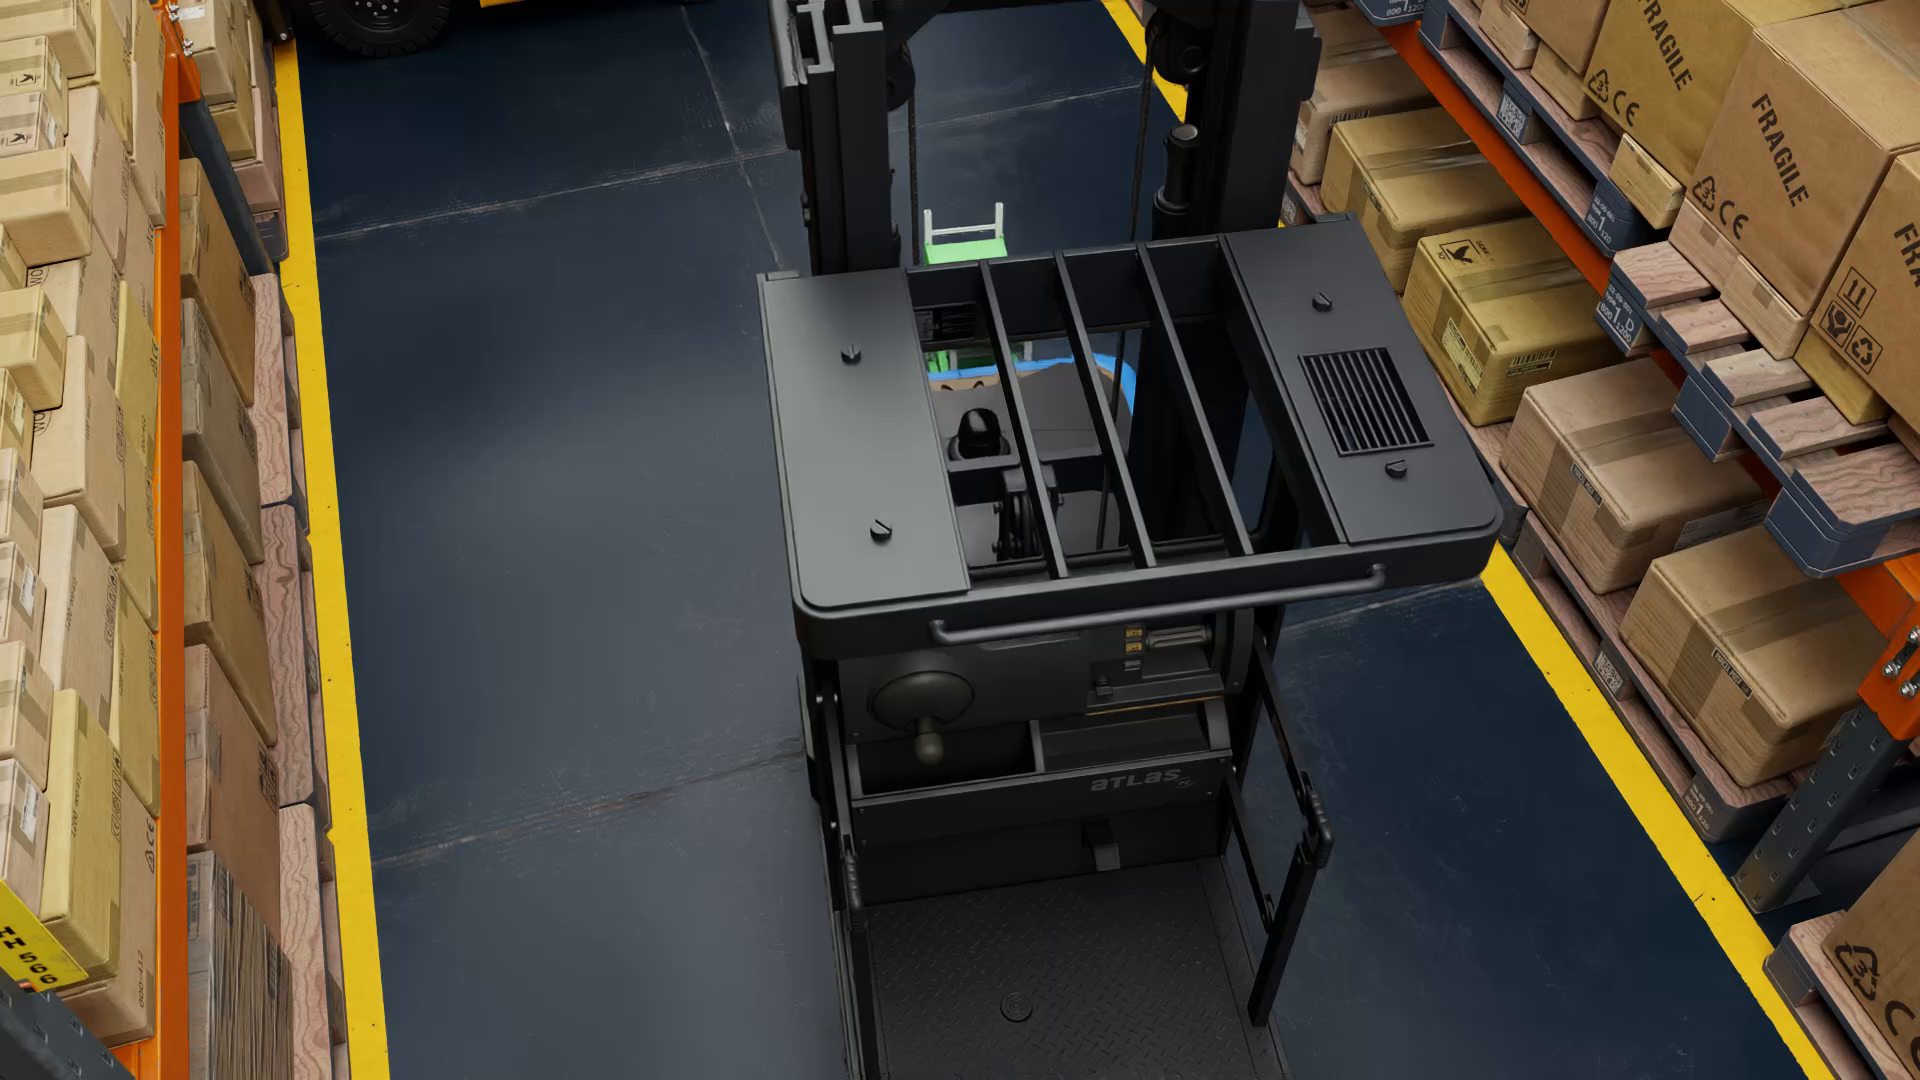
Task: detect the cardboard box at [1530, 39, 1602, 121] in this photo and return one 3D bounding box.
[{"bbox_3d":[1.909,-1.386,4.846,0.380,0.149,0.250,-15,51,-12],"label":"cardboard box"}]

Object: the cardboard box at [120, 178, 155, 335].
[{"bbox_3d":[-2.488,-0.736,4.506,0.500,0.250,0.500,-13,51,-11],"label":"cardboard box"}]

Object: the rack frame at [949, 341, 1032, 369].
[{"bbox_3d":[0.088,-0.249,5.175,0.240,1.200,0.015,-7,50,-6],"label":"rack frame"}]

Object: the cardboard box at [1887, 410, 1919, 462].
[{"bbox_3d":[2.443,-0.272,3.907,0.380,0.149,0.250,-12,51,-10],"label":"cardboard box"}]

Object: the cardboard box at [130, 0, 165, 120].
[{"bbox_3d":[-2.760,-1.471,5.126,0.500,0.250,0.500,-12,51,-10],"label":"cardboard box"}]

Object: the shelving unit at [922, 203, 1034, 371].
[{"bbox_3d":[0.050,-0.433,5.330,0.258,1.200,0.503,-7,50,-6],"label":"shelving unit"}]

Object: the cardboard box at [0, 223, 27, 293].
[{"bbox_3d":[-2.350,-0.556,3.767,0.380,0.149,0.250,-13,51,-11],"label":"cardboard box"}]

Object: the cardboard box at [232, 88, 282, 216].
[{"bbox_3d":[-2.986,-1.506,6.581,0.500,0.250,0.500,-13,51,-11],"label":"cardboard box"}]

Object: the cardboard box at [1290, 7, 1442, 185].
[{"bbox_3d":[1.739,-1.859,6.800,0.950,0.372,0.625,-13,51,-11],"label":"cardboard box"}]

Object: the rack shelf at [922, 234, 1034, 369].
[{"bbox_3d":[0.050,-0.701,5.012,0.258,0.148,0.480,-7,50,-6],"label":"rack shelf"}]

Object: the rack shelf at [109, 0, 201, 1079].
[{"bbox_3d":[-2.567,-0.136,4.373,1.077,0.370,4.000,-13,51,-11],"label":"rack shelf"}]

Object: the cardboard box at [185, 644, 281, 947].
[{"bbox_3d":[-2.348,0.789,4.401,0.875,0.625,0.625,-12,51,-10],"label":"cardboard box"}]

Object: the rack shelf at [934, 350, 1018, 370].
[{"bbox_3d":[0.050,-0.546,5.195,0.258,0.148,0.480,-7,50,-6],"label":"rack shelf"}]

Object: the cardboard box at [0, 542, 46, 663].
[{"bbox_3d":[-1.970,0.176,3.150,0.380,0.149,0.250,-12,51,-10],"label":"cardboard box"}]

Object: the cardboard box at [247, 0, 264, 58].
[{"bbox_3d":[-3.317,-2.245,7.204,0.500,0.250,0.500,-13,51,-10],"label":"cardboard box"}]

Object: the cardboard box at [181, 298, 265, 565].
[{"bbox_3d":[-2.772,-0.251,5.278,0.875,0.625,0.625,-14,51,-11],"label":"cardboard box"}]

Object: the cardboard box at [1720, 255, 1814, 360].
[{"bbox_3d":[2.177,-0.626,4.205,0.380,0.149,0.250,-14,51,-11],"label":"cardboard box"}]

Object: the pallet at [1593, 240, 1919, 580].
[{"bbox_3d":[2.452,-0.466,4.307,1.213,0.211,1.003,-13,51,-11],"label":"pallet"}]

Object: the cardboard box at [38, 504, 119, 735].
[{"bbox_3d":[-2.021,0.235,3.361,0.500,0.250,0.500,-12,51,-10],"label":"cardboard box"}]

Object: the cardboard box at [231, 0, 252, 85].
[{"bbox_3d":[-3.158,-2.029,6.695,0.500,0.250,0.500,-14,51,-11],"label":"cardboard box"}]

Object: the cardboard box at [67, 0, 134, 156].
[{"bbox_3d":[-2.610,-1.266,4.627,0.500,0.250,0.500,-15,51,-12],"label":"cardboard box"}]

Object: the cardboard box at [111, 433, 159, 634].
[{"bbox_3d":[-2.177,0.019,3.870,0.500,0.250,0.500,-15,51,-12],"label":"cardboard box"}]

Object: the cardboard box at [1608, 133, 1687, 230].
[{"bbox_3d":[2.016,-1.009,4.529,0.380,0.149,0.250,-13,51,-10],"label":"cardboard box"}]

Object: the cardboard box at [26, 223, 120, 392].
[{"bbox_3d":[-2.334,-0.519,3.996,0.500,0.250,0.500,-13,51,-10],"label":"cardboard box"}]

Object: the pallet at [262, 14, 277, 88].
[{"bbox_3d":[-3.719,-2.413,7.646,1.003,0.211,1.213,-13,51,-11],"label":"pallet"}]

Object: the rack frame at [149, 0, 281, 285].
[{"bbox_3d":[-3.159,-1.828,5.329,1.000,3.000,0.127,-13,51,-11],"label":"rack frame"}]

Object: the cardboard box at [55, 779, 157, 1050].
[{"bbox_3d":[-1.874,0.762,3.244,0.500,0.250,0.500,-13,51,-11],"label":"cardboard box"}]

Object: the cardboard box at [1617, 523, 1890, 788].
[{"bbox_3d":[2.607,0.265,5.009,0.950,0.372,0.625,-16,52,-13],"label":"cardboard box"}]

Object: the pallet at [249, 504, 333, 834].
[{"bbox_3d":[-2.539,0.492,5.197,1.003,0.211,1.213,-13,51,-11],"label":"pallet"}]

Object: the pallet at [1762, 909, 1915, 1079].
[{"bbox_3d":[2.926,1.460,4.381,1.003,0.211,1.213,-13,51,-11],"label":"pallet"}]

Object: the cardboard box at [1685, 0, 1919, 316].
[{"bbox_3d":[2.201,-0.940,4.046,0.500,0.500,0.500,-14,51,-12],"label":"cardboard box"}]

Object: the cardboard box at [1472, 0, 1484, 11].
[{"bbox_3d":[1.773,-1.780,5.178,0.380,0.149,0.250,-13,51,-11],"label":"cardboard box"}]

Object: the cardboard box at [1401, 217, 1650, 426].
[{"bbox_3d":[2.162,-0.827,5.930,0.950,0.372,0.625,-12,51,-10],"label":"cardboard box"}]

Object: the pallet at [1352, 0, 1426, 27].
[{"bbox_3d":[1.669,-2.300,5.853,1.003,0.211,1.213,-13,51,-11],"label":"pallet"}]

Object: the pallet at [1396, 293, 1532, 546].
[{"bbox_3d":[2.178,-0.594,6.112,1.003,0.211,1.213,-13,51,-11],"label":"pallet"}]

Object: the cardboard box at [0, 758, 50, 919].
[{"bbox_3d":[-1.789,0.552,2.833,0.380,0.149,0.250,-12,51,-10],"label":"cardboard box"}]

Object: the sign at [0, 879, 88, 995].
[{"bbox_3d":[-1.460,0.616,2.563,0.100,0.325,0.005,-13,51,-11],"label":"sign"}]

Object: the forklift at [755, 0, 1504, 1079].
[{"bbox_3d":[0.227,0.366,3.525,1.130,2.935,3.031,-7,50,-6],"label":"forklift"}]

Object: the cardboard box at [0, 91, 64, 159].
[{"bbox_3d":[-2.440,-0.944,4.094,0.380,0.149,0.250,-13,51,-11],"label":"cardboard box"}]

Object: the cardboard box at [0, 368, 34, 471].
[{"bbox_3d":[-2.162,-0.189,3.458,0.380,0.149,0.250,-13,51,-11],"label":"cardboard box"}]

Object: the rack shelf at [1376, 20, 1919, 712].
[{"bbox_3d":[2.173,-1.261,5.321,1.077,0.370,4.000,-13,51,-11],"label":"rack shelf"}]

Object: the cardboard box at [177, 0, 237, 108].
[{"bbox_3d":[-3.002,-1.824,6.196,0.500,0.250,0.500,-14,51,-12],"label":"cardboard box"}]

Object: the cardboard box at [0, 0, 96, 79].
[{"bbox_3d":[-2.526,-1.333,4.422,0.380,0.149,0.250,-15,51,-12],"label":"cardboard box"}]

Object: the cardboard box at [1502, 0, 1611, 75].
[{"bbox_3d":[1.890,-1.707,4.692,0.500,0.500,0.500,-15,52,-12],"label":"cardboard box"}]
